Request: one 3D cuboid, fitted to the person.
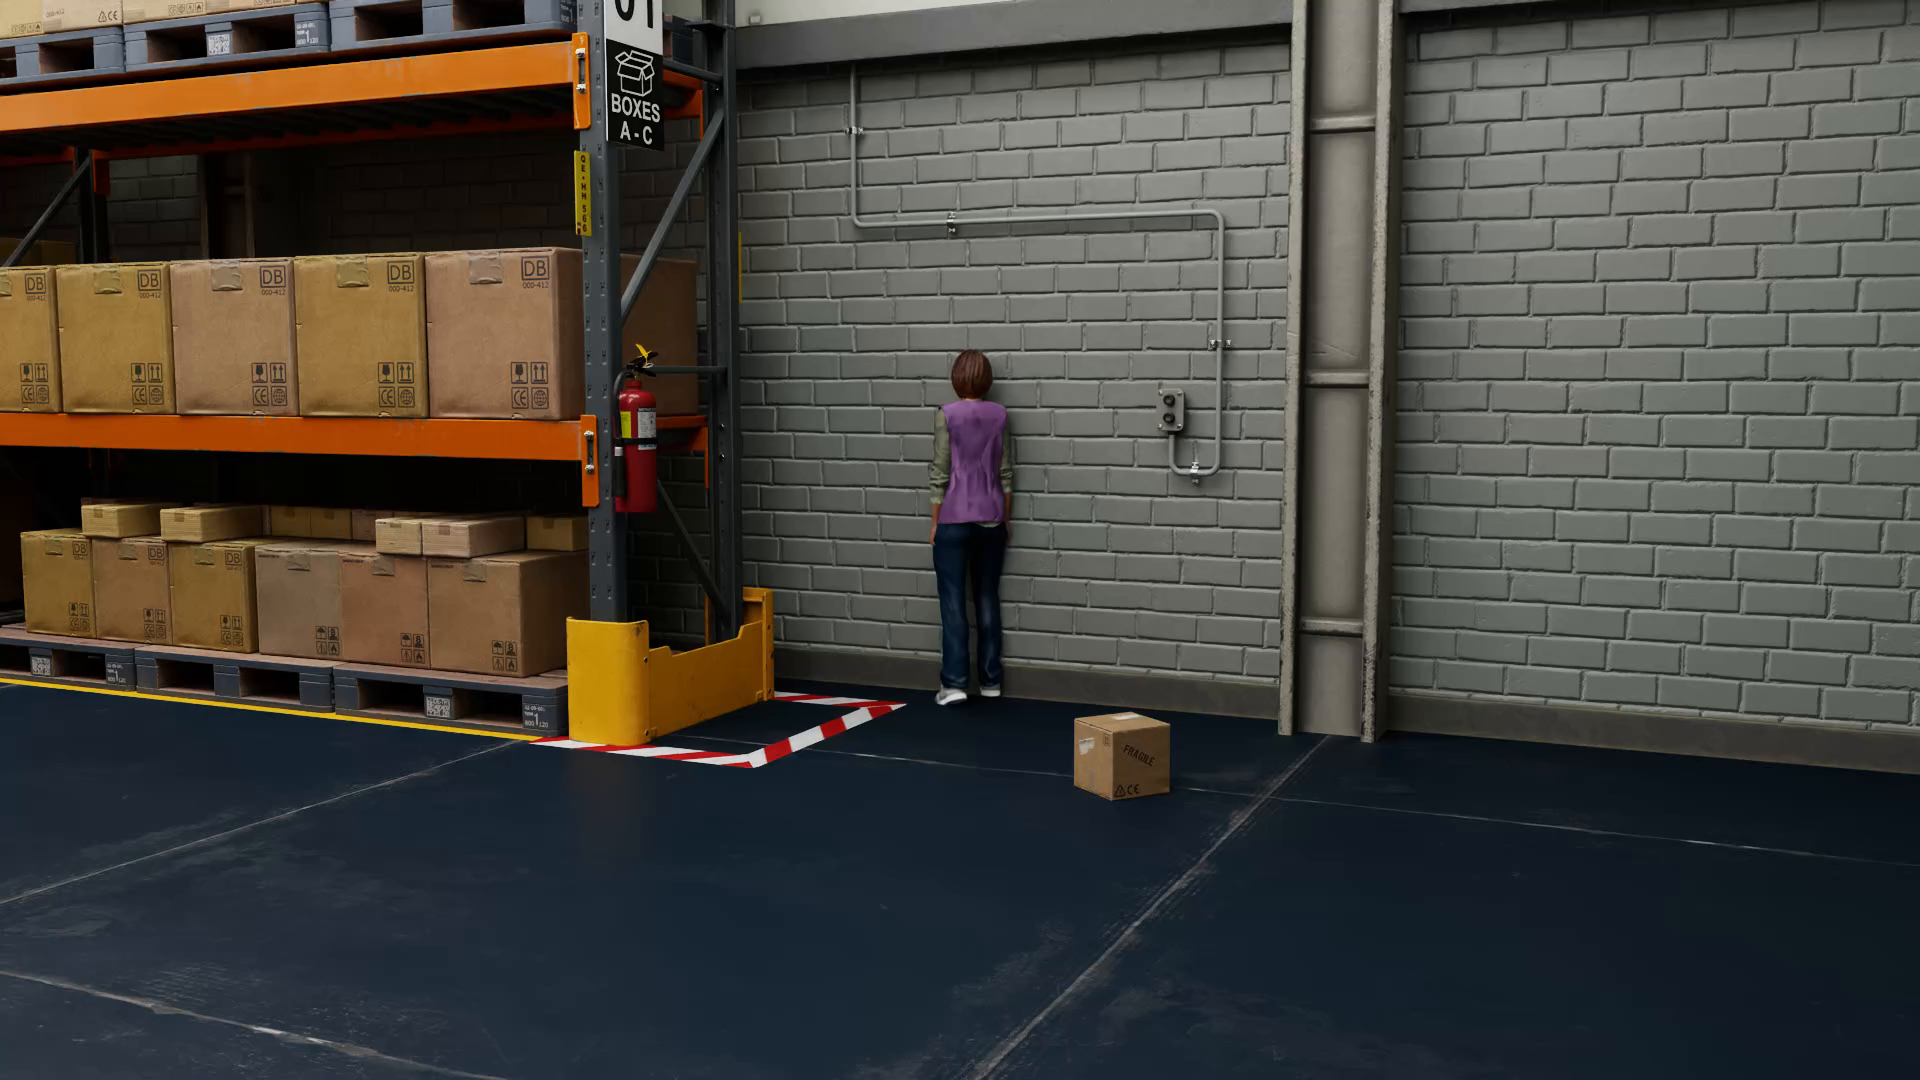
[{"bbox_3d":[0.039,-0.043,7.577,0.413,1.646,0.365,-2,6,-19],"label":"person"}]
